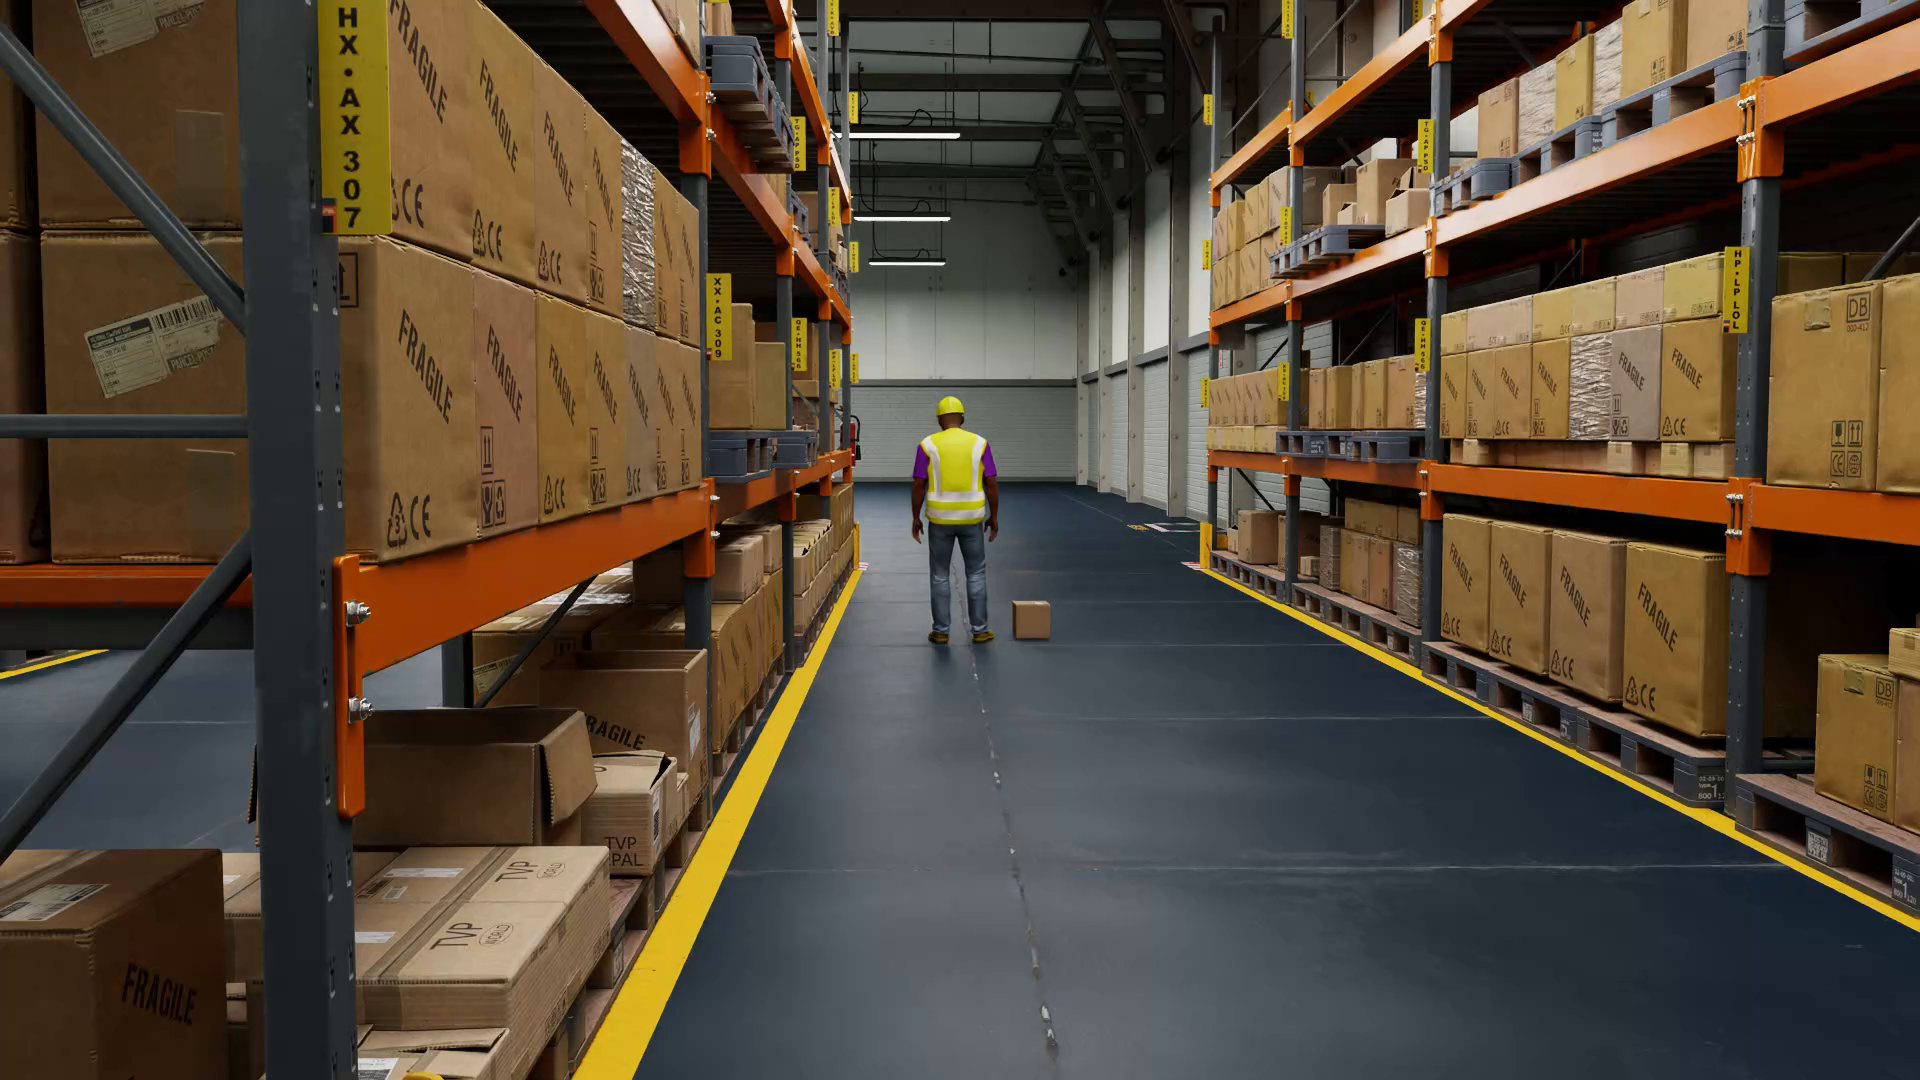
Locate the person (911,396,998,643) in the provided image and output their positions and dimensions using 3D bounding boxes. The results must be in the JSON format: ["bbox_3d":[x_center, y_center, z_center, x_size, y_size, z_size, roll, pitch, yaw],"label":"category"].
[{"bbox_3d":[-0.037,-0.150,11.929,0.631,1.759,0.461,0,4,-5],"label":"person"}]
